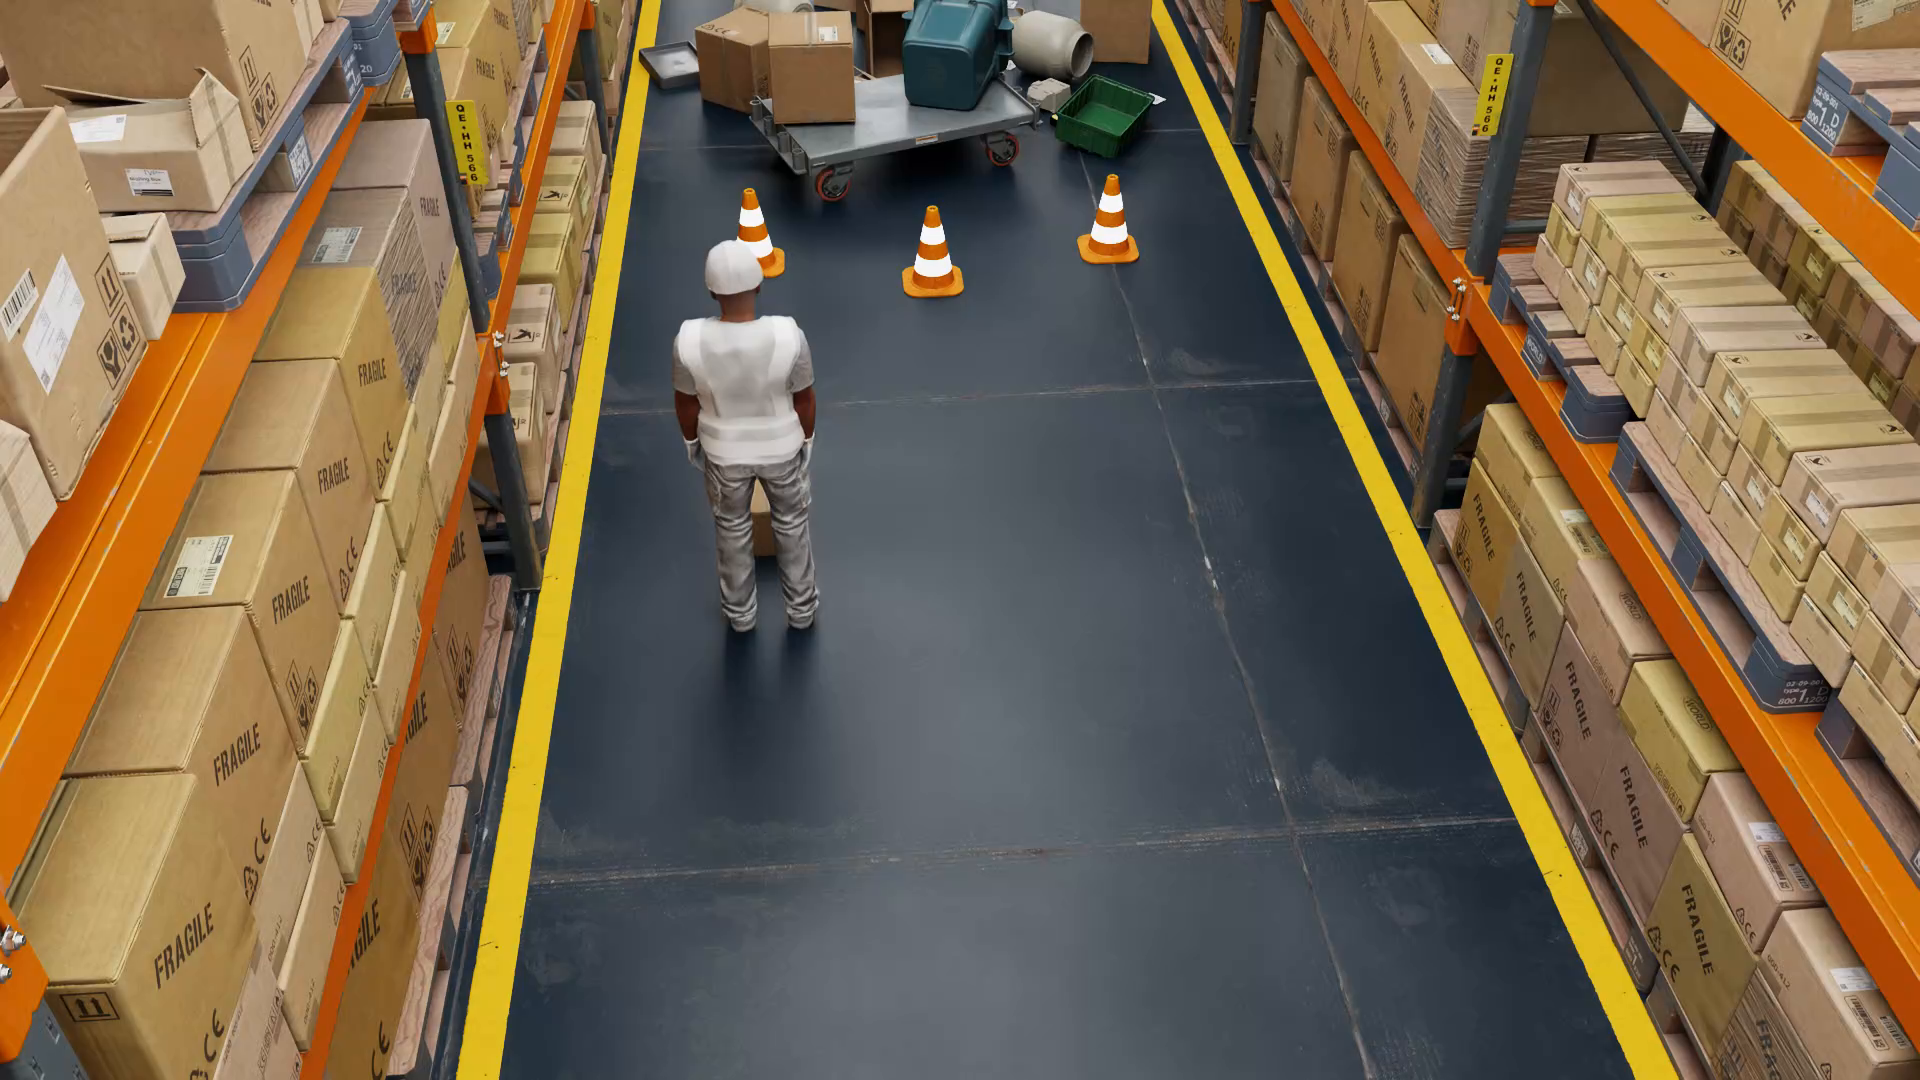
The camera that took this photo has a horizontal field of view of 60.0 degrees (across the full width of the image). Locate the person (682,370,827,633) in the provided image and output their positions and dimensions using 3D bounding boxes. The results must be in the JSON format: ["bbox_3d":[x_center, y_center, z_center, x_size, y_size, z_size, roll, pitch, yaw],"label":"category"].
[{"bbox_3d":[-0.856,-0.132,7.006,0.576,0.908,0.913,-3,39,-4],"label":"person"}]
